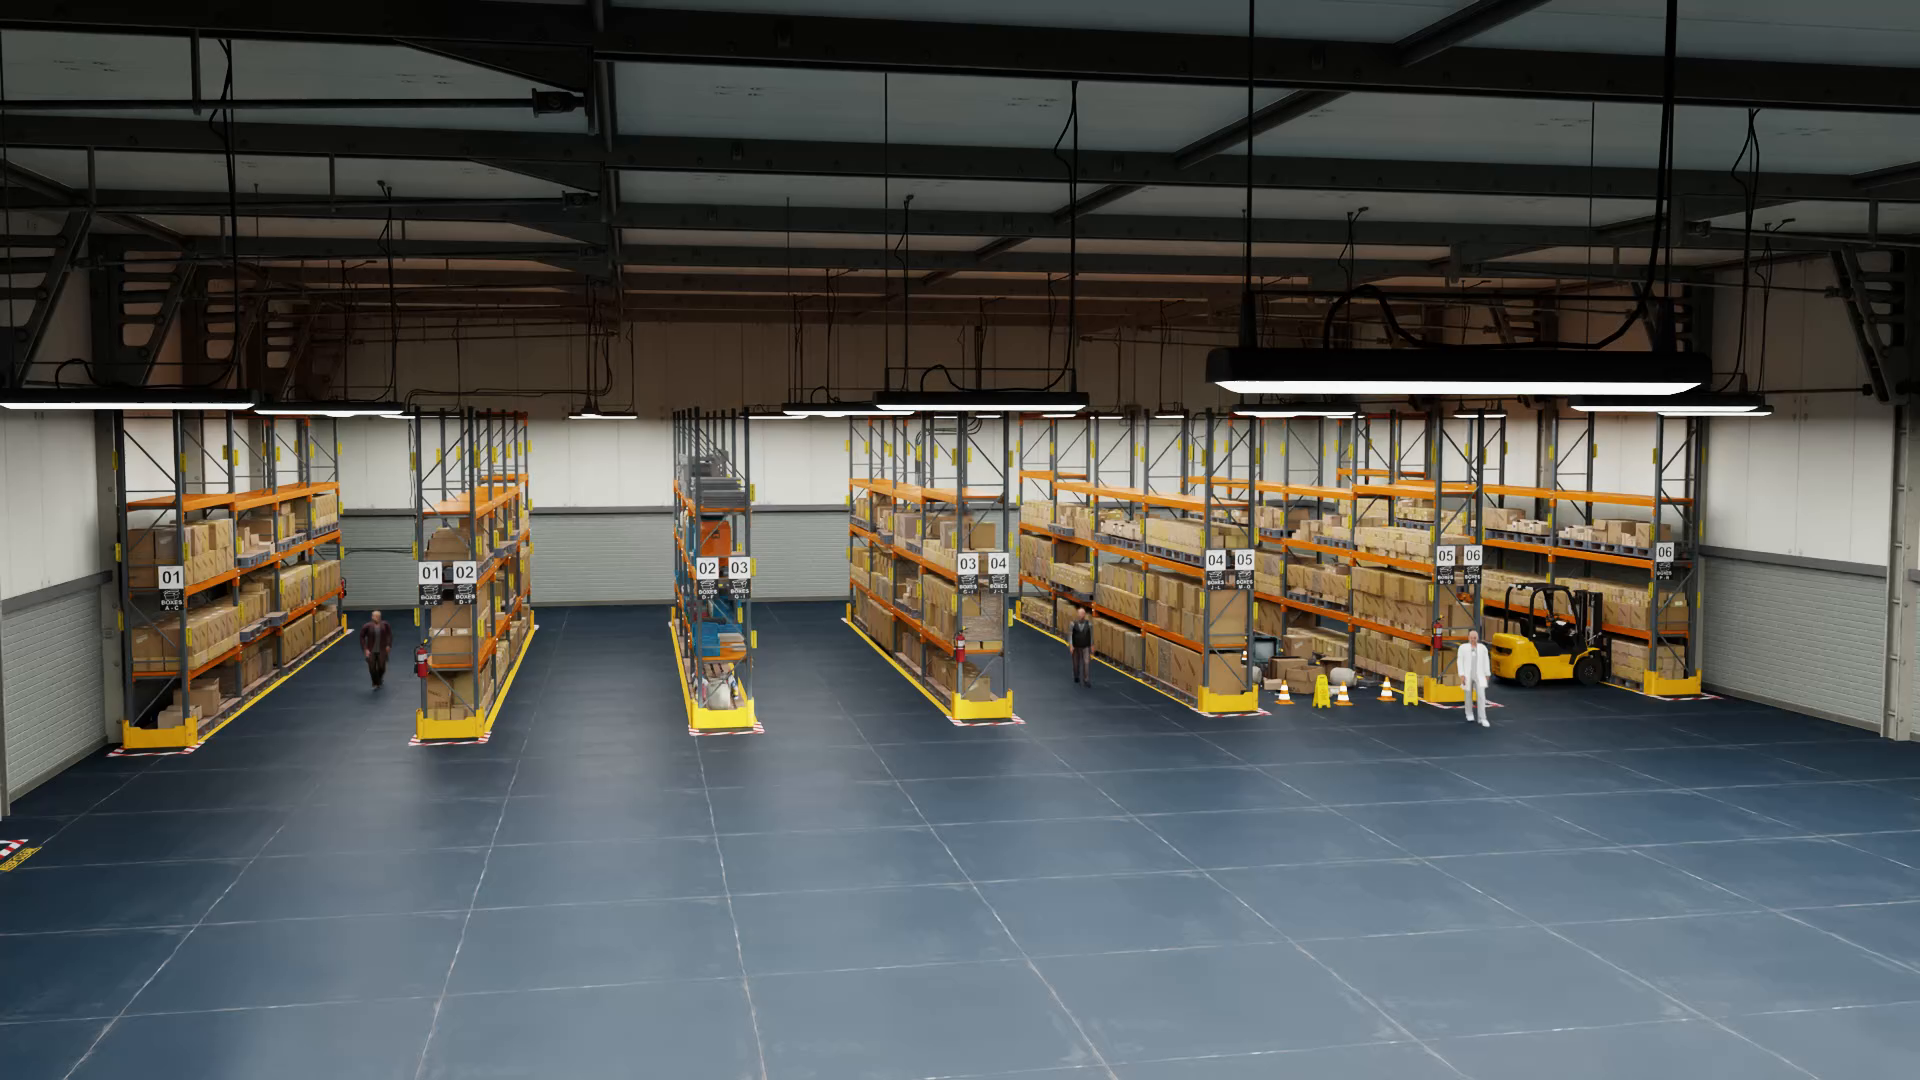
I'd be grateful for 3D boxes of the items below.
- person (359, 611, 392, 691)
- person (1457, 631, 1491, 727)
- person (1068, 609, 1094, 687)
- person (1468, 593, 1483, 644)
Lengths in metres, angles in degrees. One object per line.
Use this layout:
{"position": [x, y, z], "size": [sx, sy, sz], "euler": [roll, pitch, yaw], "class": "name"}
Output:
{"position": [-12.501, 2.348, 35.564], "size": [0.669, 1.722, 0.649], "euler": [-1, 4, -20], "class": "person"}
{"position": [9.719, 2.589, 31.449], "size": [0.621, 1.744, 0.940], "euler": [1, 4, 16], "class": "person"}
{"position": [2.613, 2.313, 35.918], "size": [0.580, 1.654, 1.069], "euler": [0, 4, 5], "class": "person"}
{"position": [12.462, 2.068, 40.101], "size": [0.413, 1.578, 0.528], "euler": [-2, 5, -30], "class": "person"}
